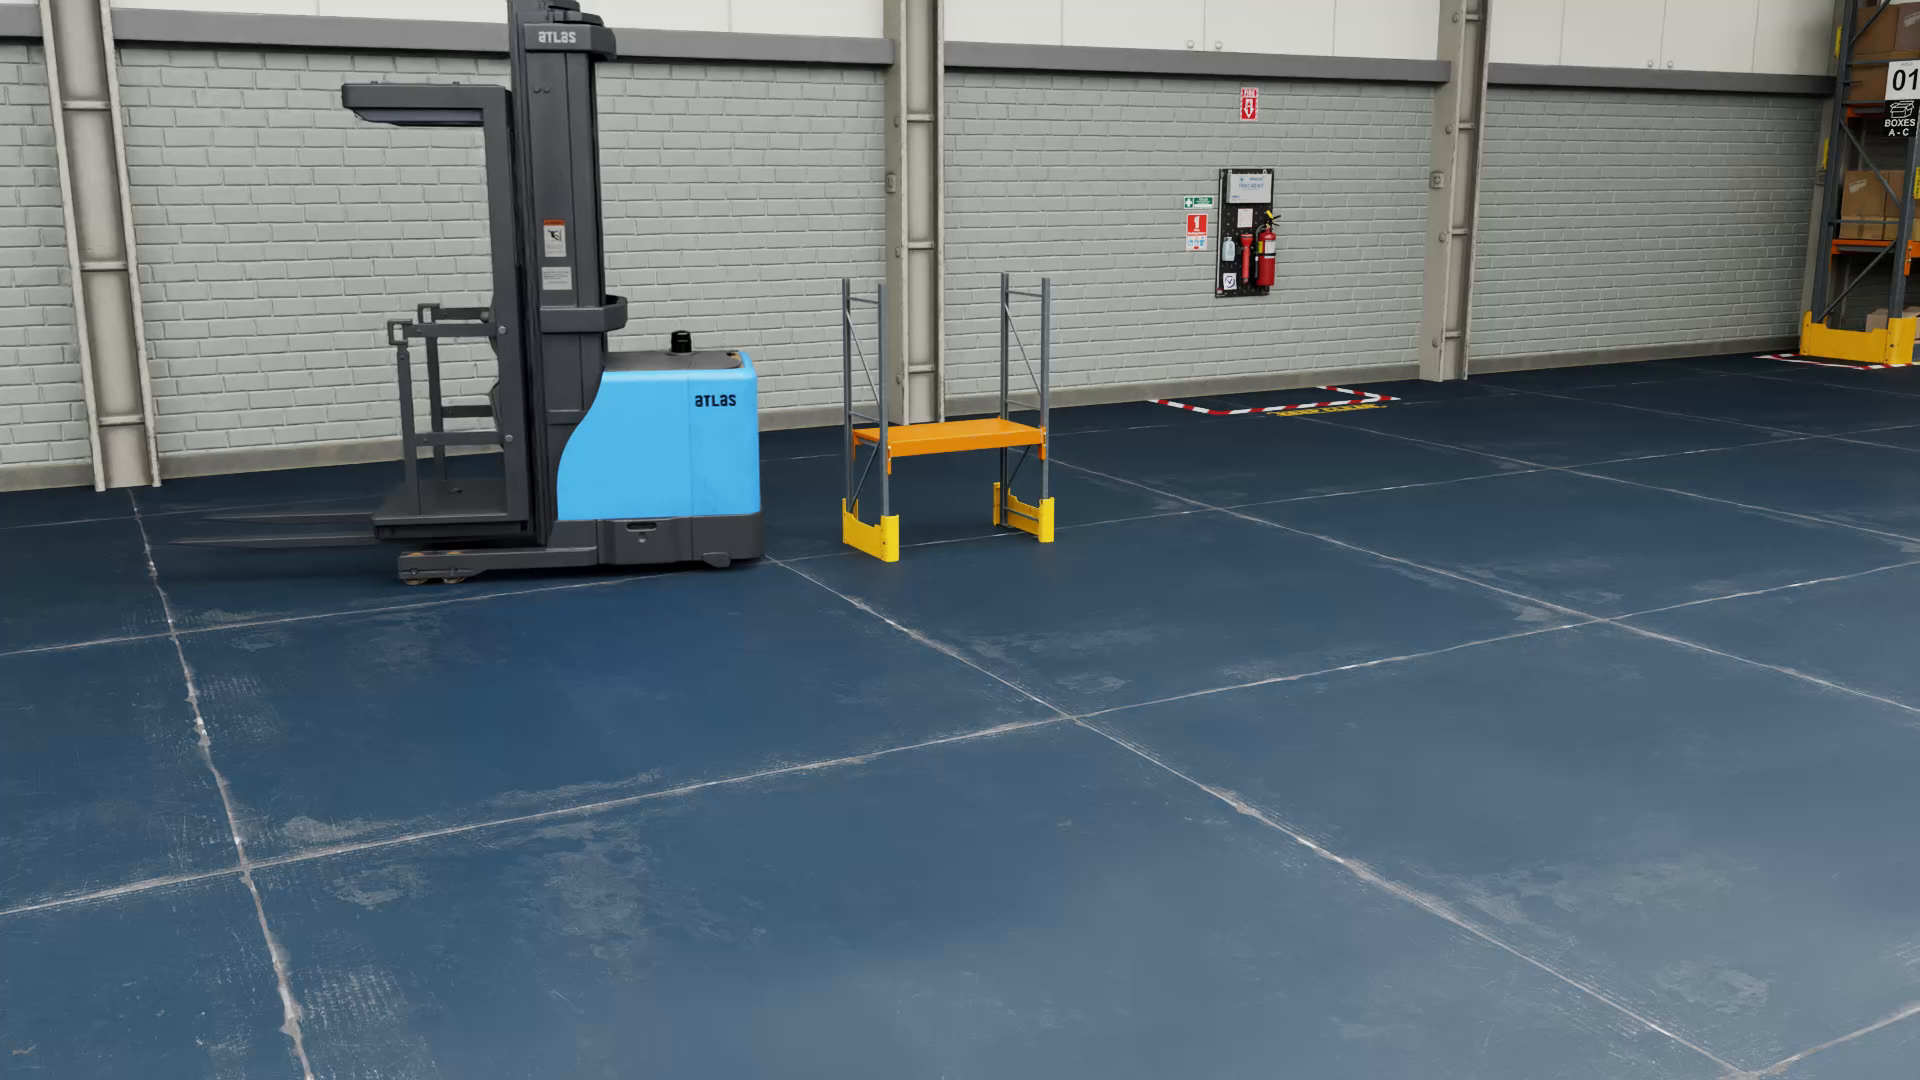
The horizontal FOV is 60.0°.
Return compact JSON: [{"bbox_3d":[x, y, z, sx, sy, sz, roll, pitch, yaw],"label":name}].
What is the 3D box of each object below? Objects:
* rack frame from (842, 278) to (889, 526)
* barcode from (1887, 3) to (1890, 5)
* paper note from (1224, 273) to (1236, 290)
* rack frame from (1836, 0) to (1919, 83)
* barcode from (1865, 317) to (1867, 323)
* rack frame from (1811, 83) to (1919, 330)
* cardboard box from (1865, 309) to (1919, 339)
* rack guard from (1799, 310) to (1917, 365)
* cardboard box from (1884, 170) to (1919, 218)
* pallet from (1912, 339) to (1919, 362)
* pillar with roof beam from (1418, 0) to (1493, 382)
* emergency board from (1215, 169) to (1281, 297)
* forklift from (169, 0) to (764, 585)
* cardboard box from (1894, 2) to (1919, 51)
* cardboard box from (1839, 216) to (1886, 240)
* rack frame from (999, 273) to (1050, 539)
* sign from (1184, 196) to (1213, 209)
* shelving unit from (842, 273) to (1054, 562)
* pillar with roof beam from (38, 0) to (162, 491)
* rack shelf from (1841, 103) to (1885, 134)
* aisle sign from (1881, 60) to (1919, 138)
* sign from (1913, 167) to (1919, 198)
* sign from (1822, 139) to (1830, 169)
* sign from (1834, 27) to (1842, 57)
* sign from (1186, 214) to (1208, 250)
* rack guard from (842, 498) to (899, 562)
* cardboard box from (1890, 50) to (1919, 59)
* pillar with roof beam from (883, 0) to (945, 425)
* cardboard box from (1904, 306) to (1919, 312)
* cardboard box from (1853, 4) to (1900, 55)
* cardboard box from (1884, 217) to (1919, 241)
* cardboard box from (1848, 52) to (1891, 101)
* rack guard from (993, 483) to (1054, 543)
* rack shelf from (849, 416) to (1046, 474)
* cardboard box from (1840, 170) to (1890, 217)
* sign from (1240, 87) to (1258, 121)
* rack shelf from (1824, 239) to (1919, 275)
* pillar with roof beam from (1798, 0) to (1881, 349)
[{"bbox_3d":[-0.521,-0.669,9.167,0.032,1.500,0.500,-7,14,-28],"label":"rack frame"},{"bbox_3d":[10.344,-5.954,18.529,0.075,0.075,0.001,-7,14,-28],"label":"barcode"},{"bbox_3d":[2.518,-2.411,15.498,0.142,0.148,0.016,-7,14,-28],"label":"paper note"},{"bbox_3d":[9.960,-6.417,17.626,0.127,3.000,1.000,-7,14,-28],"label":"rack frame"},{"bbox_3d":[10.435,-2.532,19.128,0.075,0.075,0.001,-7,14,-28],"label":"barcode"},{"bbox_3d":[9.960,-3.490,18.284,0.127,3.000,1.000,-7,14,-28],"label":"rack frame"},{"bbox_3d":[10.611,-2.448,18.778,0.500,0.311,0.500,-9,15,-34],"label":"cardboard box"},{"bbox_3d":[10.027,-2.278,18.594,0.348,0.500,1.175,-7,14,-28],"label":"rack guard"},{"bbox_3d":[10.523,-3.785,18.182,0.500,0.500,0.500,-7,14,-28],"label":"cardboard box"},{"bbox_3d":[10.757,-2.216,18.976,1.213,0.211,1.003,-7,14,-28],"label":"pallet"},{"bbox_3d":[6.957,-5.196,12.203,0.400,9.000,9.100,-7,14,-28],"label":"pillar with roof beam"},{"bbox_3d":[2.707,-2.846,15.425,0.643,1.169,0.194,-7,14,-28],"label":"emergency board"},{"bbox_3d":[-2.619,-1.323,8.812,3.031,2.935,1.130,-2,13,-9],"label":"forklift"},{"bbox_3d":[10.415,-5.493,17.804,0.500,0.500,0.500,-8,15,-32],"label":"cardboard box"},{"bbox_3d":[10.278,-3.513,18.683,0.500,0.250,0.500,-7,14,-27],"label":"cardboard box"},{"bbox_3d":[0.371,-0.776,9.642,0.032,1.500,0.500,-7,14,-28],"label":"rack frame"},{"bbox_3d":[2.180,-3.083,15.187,0.331,0.109,0.001,-7,14,-28],"label":"sign"},{"bbox_3d":[-0.067,-0.724,9.409,1.083,1.500,0.587,-7,14,-28],"label":"shelving unit"},{"bbox_3d":[-3.576,-3.934,6.593,0.400,9.000,9.100,-7,14,-28],"label":"pillar with roof beam"},{"bbox_3d":[11.716,-4.813,18.969,4.000,0.370,1.077,-7,14,-28],"label":"rack shelf"},{"bbox_3d":[10.041,-4.693,17.708,0.004,0.787,0.394,-7,14,-28],"label":"aisle sign"},{"bbox_3d":[10.221,-3.808,17.725,0.005,0.325,0.100,-7,14,-28],"label":"sign"},{"bbox_3d":[9.712,-4.318,18.607,0.005,0.325,0.100,-7,14,-28],"label":"sign"},{"bbox_3d":[9.712,-5.494,18.343,0.005,0.325,0.100,-7,14,-28],"label":"sign"},{"bbox_3d":[2.172,-2.826,15.251,0.234,0.329,0.001,-7,14,-28],"label":"sign"},{"bbox_3d":[-0.504,-0.062,9.313,0.087,0.250,0.587,-7,14,-28],"label":"rack guard"},{"bbox_3d":[10.374,-4.999,17.884,0.500,0.500,0.500,-6,14,-26],"label":"cardboard box"},{"bbox_3d":[1.690,-4.565,9.398,0.400,9.000,9.100,-7,14,-28],"label":"pillar with roof beam"},{"bbox_3d":[11.111,-2.508,19.044,0.500,0.311,0.500,-6,14,-23],"label":"cardboard box"},{"bbox_3d":[10.214,-5.595,18.258,0.500,0.500,0.500,-6,14,-25],"label":"cardboard box"},{"bbox_3d":[10.541,-3.417,18.255,0.500,0.250,0.500,-7,15,-29],"label":"cardboard box"},{"bbox_3d":[10.205,-5.105,18.354,0.500,0.500,0.500,-6,14,-24],"label":"cardboard box"},{"bbox_3d":[0.370,-0.166,9.779,0.087,0.250,0.587,-7,14,-28],"label":"rack guard"},{"bbox_3d":[-0.075,-0.547,9.444,1.000,0.185,0.538,-7,14,-28],"label":"rack shelf"},{"bbox_3d":[10.272,-3.883,18.619,0.500,0.500,0.500,-7,14,-28],"label":"cardboard box"},{"bbox_3d":[2.652,-3.996,15.252,0.199,0.298,0.001,-7,14,-28],"label":"sign"},{"bbox_3d":[11.716,-3.349,19.298,4.000,0.370,1.077,-7,14,-28],"label":"rack shelf"},{"bbox_3d":[12.223,-5.827,15.007,0.400,9.000,9.100,-7,14,-28],"label":"pillar with roof beam"}]
